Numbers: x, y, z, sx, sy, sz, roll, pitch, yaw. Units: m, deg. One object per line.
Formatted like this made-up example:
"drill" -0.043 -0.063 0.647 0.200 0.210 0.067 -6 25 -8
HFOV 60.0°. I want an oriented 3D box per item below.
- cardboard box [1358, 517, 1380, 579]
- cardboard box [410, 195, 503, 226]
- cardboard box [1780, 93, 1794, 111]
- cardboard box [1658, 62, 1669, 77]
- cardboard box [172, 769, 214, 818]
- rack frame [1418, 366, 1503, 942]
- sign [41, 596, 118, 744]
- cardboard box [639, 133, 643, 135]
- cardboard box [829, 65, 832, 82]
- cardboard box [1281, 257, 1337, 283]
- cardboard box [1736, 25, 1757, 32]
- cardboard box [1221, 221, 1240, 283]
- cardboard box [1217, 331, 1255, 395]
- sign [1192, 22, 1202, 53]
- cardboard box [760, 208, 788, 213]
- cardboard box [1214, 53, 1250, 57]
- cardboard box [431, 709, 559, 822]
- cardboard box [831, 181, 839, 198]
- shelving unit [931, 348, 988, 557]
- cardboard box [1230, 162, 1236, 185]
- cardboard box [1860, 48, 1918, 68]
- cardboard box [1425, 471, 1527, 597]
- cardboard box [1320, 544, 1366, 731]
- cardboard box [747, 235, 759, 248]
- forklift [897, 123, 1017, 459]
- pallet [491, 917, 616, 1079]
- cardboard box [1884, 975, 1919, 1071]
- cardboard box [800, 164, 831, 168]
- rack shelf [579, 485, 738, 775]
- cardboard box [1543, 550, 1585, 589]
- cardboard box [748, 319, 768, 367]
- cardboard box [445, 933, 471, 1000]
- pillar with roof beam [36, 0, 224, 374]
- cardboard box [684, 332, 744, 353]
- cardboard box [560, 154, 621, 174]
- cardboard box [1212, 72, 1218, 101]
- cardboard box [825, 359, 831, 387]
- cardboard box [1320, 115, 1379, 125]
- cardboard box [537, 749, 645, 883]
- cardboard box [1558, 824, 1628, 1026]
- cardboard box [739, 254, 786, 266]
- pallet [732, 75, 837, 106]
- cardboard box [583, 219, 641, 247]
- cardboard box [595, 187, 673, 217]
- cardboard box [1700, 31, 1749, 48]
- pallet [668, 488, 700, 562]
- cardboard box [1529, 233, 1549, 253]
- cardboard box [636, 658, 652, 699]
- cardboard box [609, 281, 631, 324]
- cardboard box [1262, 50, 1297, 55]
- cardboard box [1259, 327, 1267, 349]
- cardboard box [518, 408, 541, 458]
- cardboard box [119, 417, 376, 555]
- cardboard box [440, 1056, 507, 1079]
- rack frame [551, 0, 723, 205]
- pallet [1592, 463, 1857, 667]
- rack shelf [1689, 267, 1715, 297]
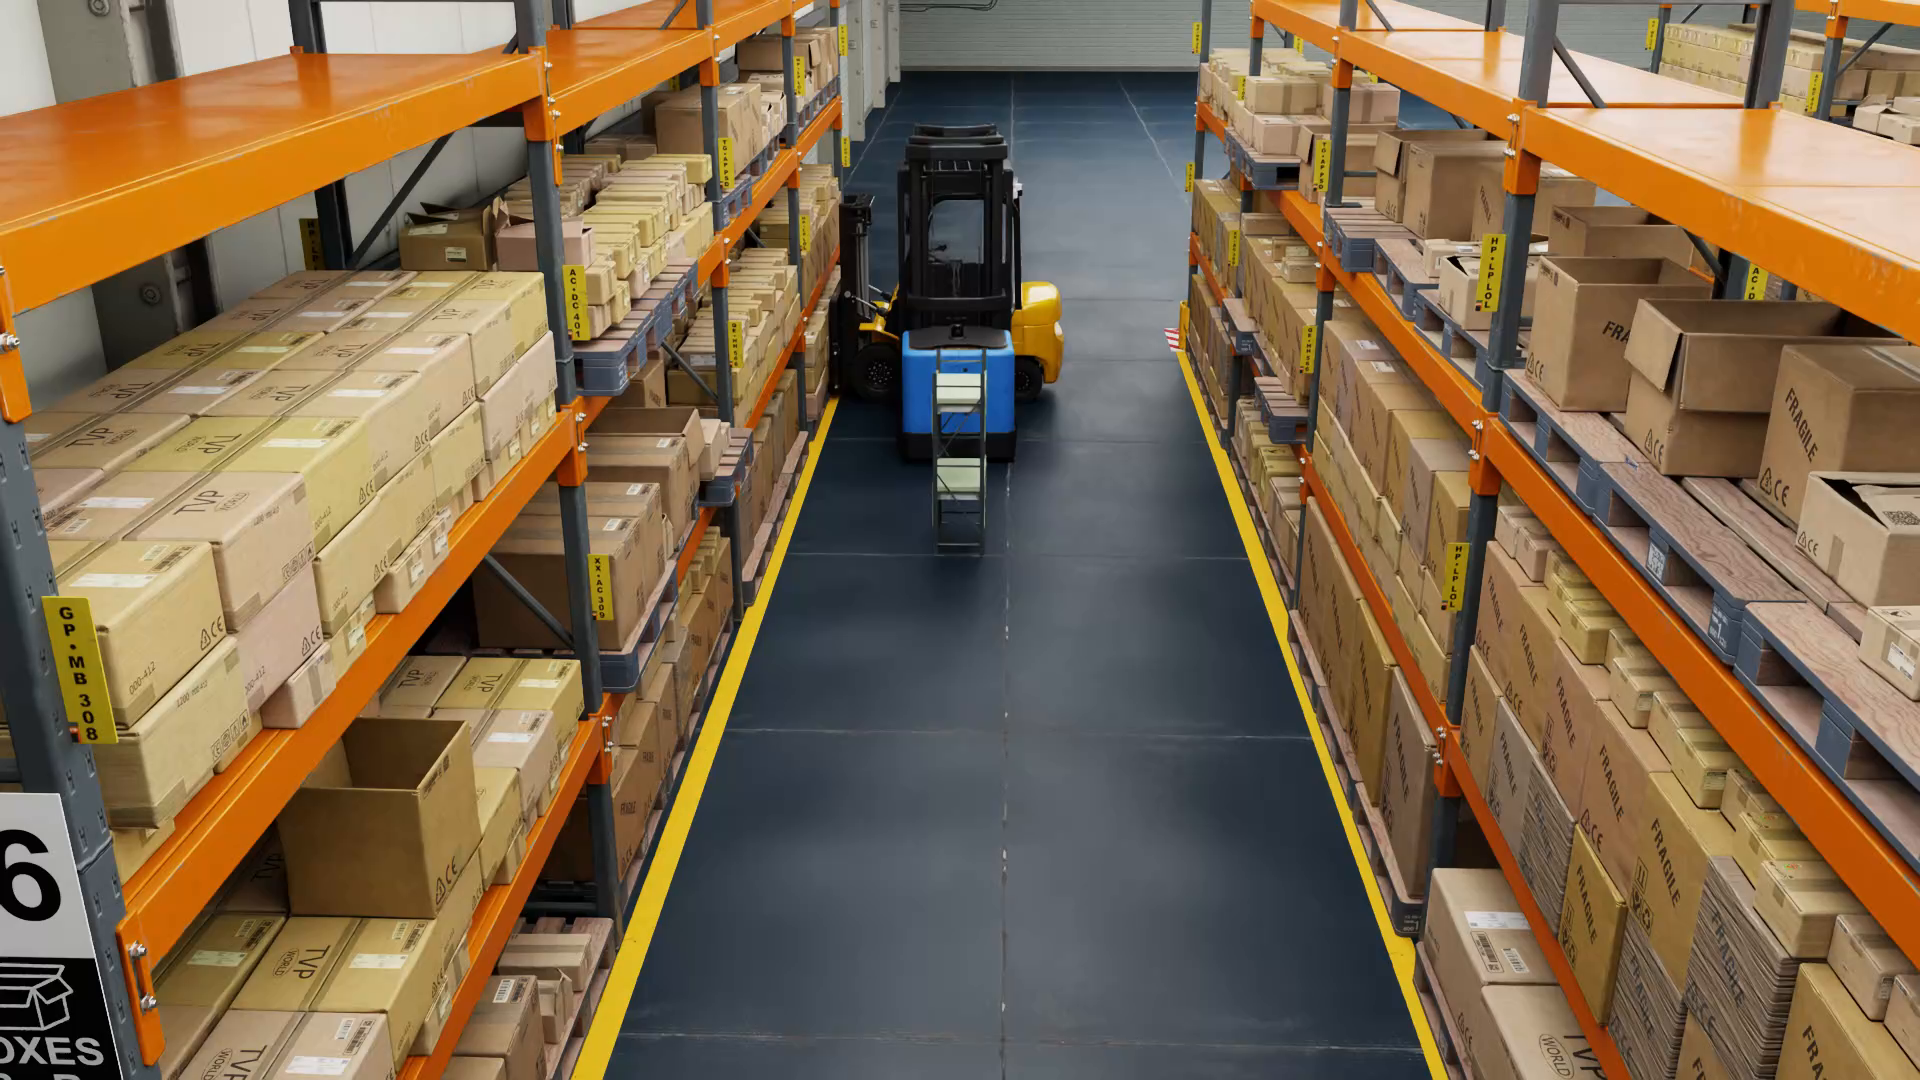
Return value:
"cardboard box" 2.592 0.023 9.530 0.500 0.250 0.500 1 21 2
"cardboard box" -2.278 -1.445 7.604 0.396 0.266 0.258 1 21 2
"cardboard box" 7.661 -3.953 15.053 0.380 0.149 0.250 1 21 3
"cardboard box" 7.753 -5.053 17.886 0.380 0.149 0.250 1 21 2
"cardboard box" -2.092 0.575 4.100 0.380 0.149 0.250 1 21 3
"rack frame" 2.768 0.671 7.652 1.000 3.000 0.127 1 21 2
"sign" -1.773 0.264 3.346 0.100 0.325 0.005 1 21 2
"cardboard box" -2.238 -2.957 12.460 0.380 0.166 0.250 1 21 2
"cardboard box" -1.550 -4.941 17.599 0.380 0.149 0.250 0 21 0
"cardboard box" 2.657 -2.053 12.647 0.380 0.149 0.250 0 21 -1
"cardboard box" 8.403 -5.329 17.496 0.380 0.149 0.250 1 21 2
"cardboard box" 2.785 -2.756 15.936 0.500 0.500 0.500 1 21 3
"cardboard box" 2.761 -1.701 15.951 0.500 0.500 0.500 0 21 1
"sign" 2.590 -5.479 18.149 0.100 0.325 0.005 1 21 2
"cardboard box" -1.728 -3.062 15.827 0.380 0.149 0.250 0 21 1
"cardboard box" 2.857 -5.013 17.401 0.380 0.149 0.250 1 21 2
"cardboard box" -1.966 0.918 6.814 0.500 0.250 0.500 1 21 2
"cardboard box" -1.537 -3.849 18.266 0.380 0.149 0.250 1 21 2
"shelving unit" 0.000 -0.702 13.264 0.431 1.500 0.755 1 21 2
"cardboard box" 3.335 -4.132 18.099 0.700 0.500 0.500 0 21 0
"cardboard box" 8.319 -4.319 14.893 0.380 0.149 0.250 0 21 1
"cardboard box" 2.530 -0.006 7.876 0.500 0.500 0.500 1 21 3
"cardboard box" 2.754 0.591 10.215 0.875 0.875 0.875 1 21 2
"cardboard box" -2.188 -2.667 16.116 0.500 0.500 0.500 1 21 2
"forklift" -0.053 -2.598 16.173 1.130 2.935 3.031 -1 21 -2
"pallet" -2.216 2.167 7.654 1.003 0.211 1.213 1 21 2
"cardboard box" 2.457 1.171 3.948 0.380 0.149 0.250 1 21 2
"cardboard box" -1.629 -4.077 18.442 0.380 0.149 0.250 1 21 2
"rack shelf" -2.133 0.230 9.783 1.077 0.370 4.000 1 21 2
"cardboard box" 2.541 0.153 6.570 0.380 0.149 0.250 0 21 1
"cardboard box" -1.764 -1.519 12.814 0.500 0.250 0.500 0 21 0
"cardboard box" -1.955 1.505 5.851 0.380 0.149 0.250 1 21 3
"pillar with roof beam" 1.187 -1.890 5.959 9.100 9.000 0.400 1 21 2
"cardboard box" -1.761 -1.386 11.919 0.380 0.149 0.250 1 21 3
"cardboard box" -2.360 -2.351 10.540 0.380 0.149 0.250 0 21 0
"cardboard box" 2.835 -4.587 16.853 0.500 0.250 0.500 1 21 3
"cardboard box" -1.605 -1.729 17.060 0.500 0.250 0.500 1 21 3
"cardboard box" 3.101 -3.165 13.020 0.500 0.250 0.500 1 21 2
"cardboard box" -1.954 1.415 8.610 0.500 0.500 0.500 2 21 4
"cardboard box" 2.435 1.339 5.792 0.500 0.500 0.500 1 21 3
"cardboard box" -1.729 -2.404 14.543 0.380 0.149 0.250 0 21 1
"pallet" -1.876 -4.823 17.787 1.003 0.211 1.213 1 21 2
"cardboard box" -1.829 -1.522 8.376 0.380 0.149 0.250 1 21 2
"cardboard box" -1.826 -1.884 9.337 0.380 0.149 0.250 1 21 2
"cardboard box" 7.723 -5.060 16.803 0.380 0.149 0.250 0 21 1
"pallet" -2.127 -0.035 9.739 1.003 0.211 1.213 1 21 2
"cardboard box" 3.173 -1.517 8.750 0.396 0.266 0.258 2 21 6
"cardboard box" -1.950 0.775 9.362 0.380 0.149 0.250 1 21 1
"cardboard box" -1.745 -1.102 7.705 0.380 0.149 0.250 1 21 2
"cardboard box" 3.371 -5.102 17.630 0.380 0.149 0.250 1 21 3
"cardboard box" 2.611 -1.632 13.356 0.380 0.149 0.250 1 21 4
"cardboard box" -1.920 -0.441 6.720 0.380 0.149 0.250 1 21 1
"cardboard box" -2.015 -0.159 4.750 0.500 0.250 0.500 0 21 1
"cardboard box" -2.021 2.315 6.290 0.500 0.500 0.500 1 21 3
"rack frame" -2.072 -3.625 10.431 1.000 3.000 0.127 1 21 2
"pallet" 2.692 0.050 5.229 1.003 0.211 1.213 1 21 2
"rack shelf" 8.023 -2.591 17.054 1.077 0.370 4.000 1 21 2
